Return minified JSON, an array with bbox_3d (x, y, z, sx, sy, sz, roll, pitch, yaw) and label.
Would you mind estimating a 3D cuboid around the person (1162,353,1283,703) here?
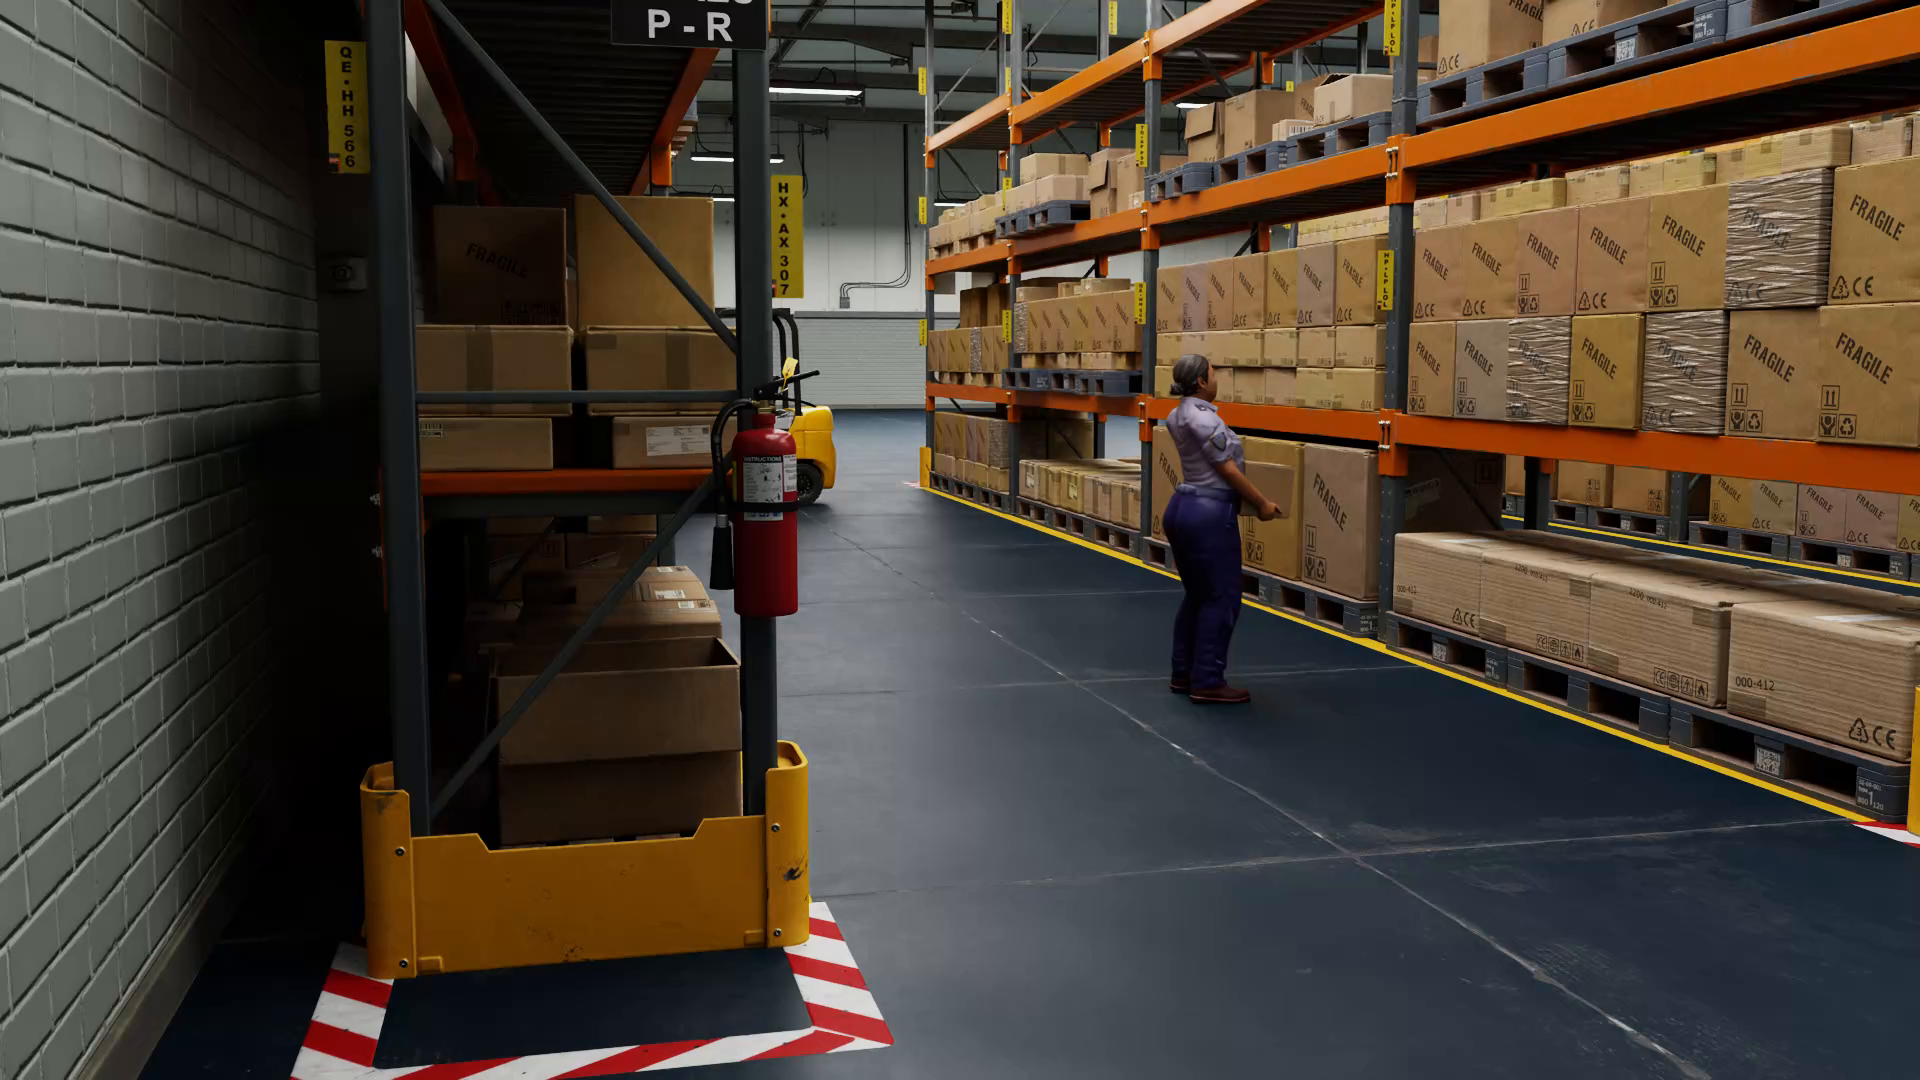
[{"bbox_3d":[1.235,-0.066,7.908,0.517,1.634,0.452,-1,6,-13],"label":"person"}]
